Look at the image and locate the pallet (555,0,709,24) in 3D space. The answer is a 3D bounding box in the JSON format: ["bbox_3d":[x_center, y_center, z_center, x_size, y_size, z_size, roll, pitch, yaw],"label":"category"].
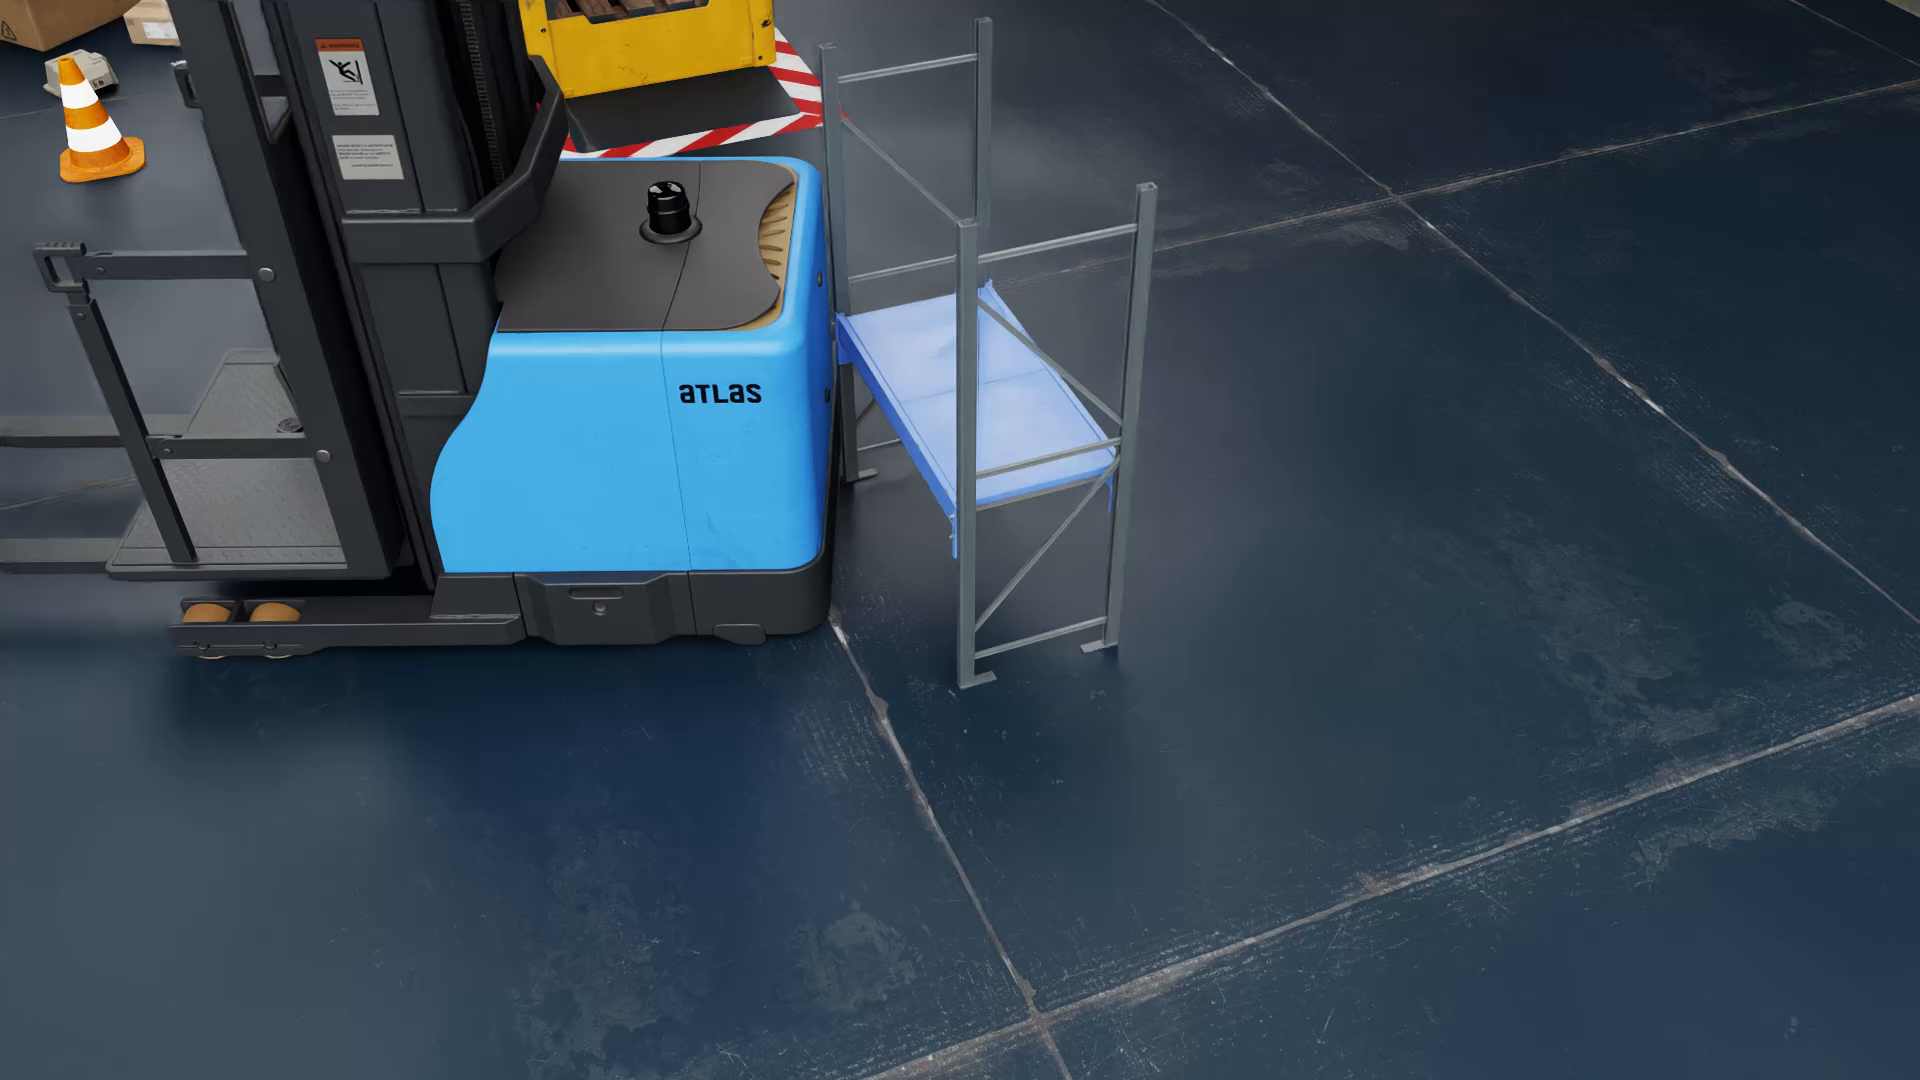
[{"bbox_3d":[-1.736,-2.797,8.341,1.003,0.211,1.213,-15,43,-17],"label":"pallet"}]

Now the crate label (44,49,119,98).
[{"bbox_3d":[-4.039,-2.139,7.632,0.298,0.136,0.250,27,47,27],"label":"crate label"}]

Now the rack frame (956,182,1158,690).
[{"bbox_3d":[0.228,-0.210,4.344,0.500,1.500,0.032,-15,43,-16],"label":"rack frame"}]

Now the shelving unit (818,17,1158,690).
[{"bbox_3d":[0.041,-0.518,4.702,0.538,1.500,1.048,-15,43,-16],"label":"shelving unit"}]

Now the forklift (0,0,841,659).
[{"bbox_3d":[-1.906,-1.113,4.296,3.031,2.935,1.130,-1,41,-1],"label":"forklift"}]

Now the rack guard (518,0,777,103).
[{"bbox_3d":[-1.458,-2.409,7.668,1.175,0.500,0.348,-15,43,-17],"label":"rack guard"}]

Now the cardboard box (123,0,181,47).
[{"bbox_3d":[-3.796,-2.515,8.061,0.380,0.149,0.250,5,41,6],"label":"cardboard box"}]

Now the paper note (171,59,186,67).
[{"bbox_3d":[-3.630,-2.258,7.852,0.148,0.019,0.142,-31,49,-31],"label":"paper note"}]

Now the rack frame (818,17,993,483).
[{"bbox_3d":[-0.147,-0.826,5.060,0.500,1.500,0.032,-15,43,-16],"label":"rack frame"}]

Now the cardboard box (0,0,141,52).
[{"bbox_3d":[-4.440,-2.791,8.109,0.637,0.503,0.797,19,44,20],"label":"cardboard box"}]

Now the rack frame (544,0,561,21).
[{"bbox_3d":[-1.429,-3.311,6.799,1.000,3.000,0.127,-15,43,-17],"label":"rack frame"}]

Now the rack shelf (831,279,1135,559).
[{"bbox_3d":[0.041,-0.382,4.819,0.538,0.185,1.000,-15,43,-16],"label":"rack shelf"}]

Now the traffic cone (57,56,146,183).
[{"bbox_3d":[-3.681,-1.804,6.993,0.336,0.463,0.334,-15,43,-17],"label":"traffic cone"}]
